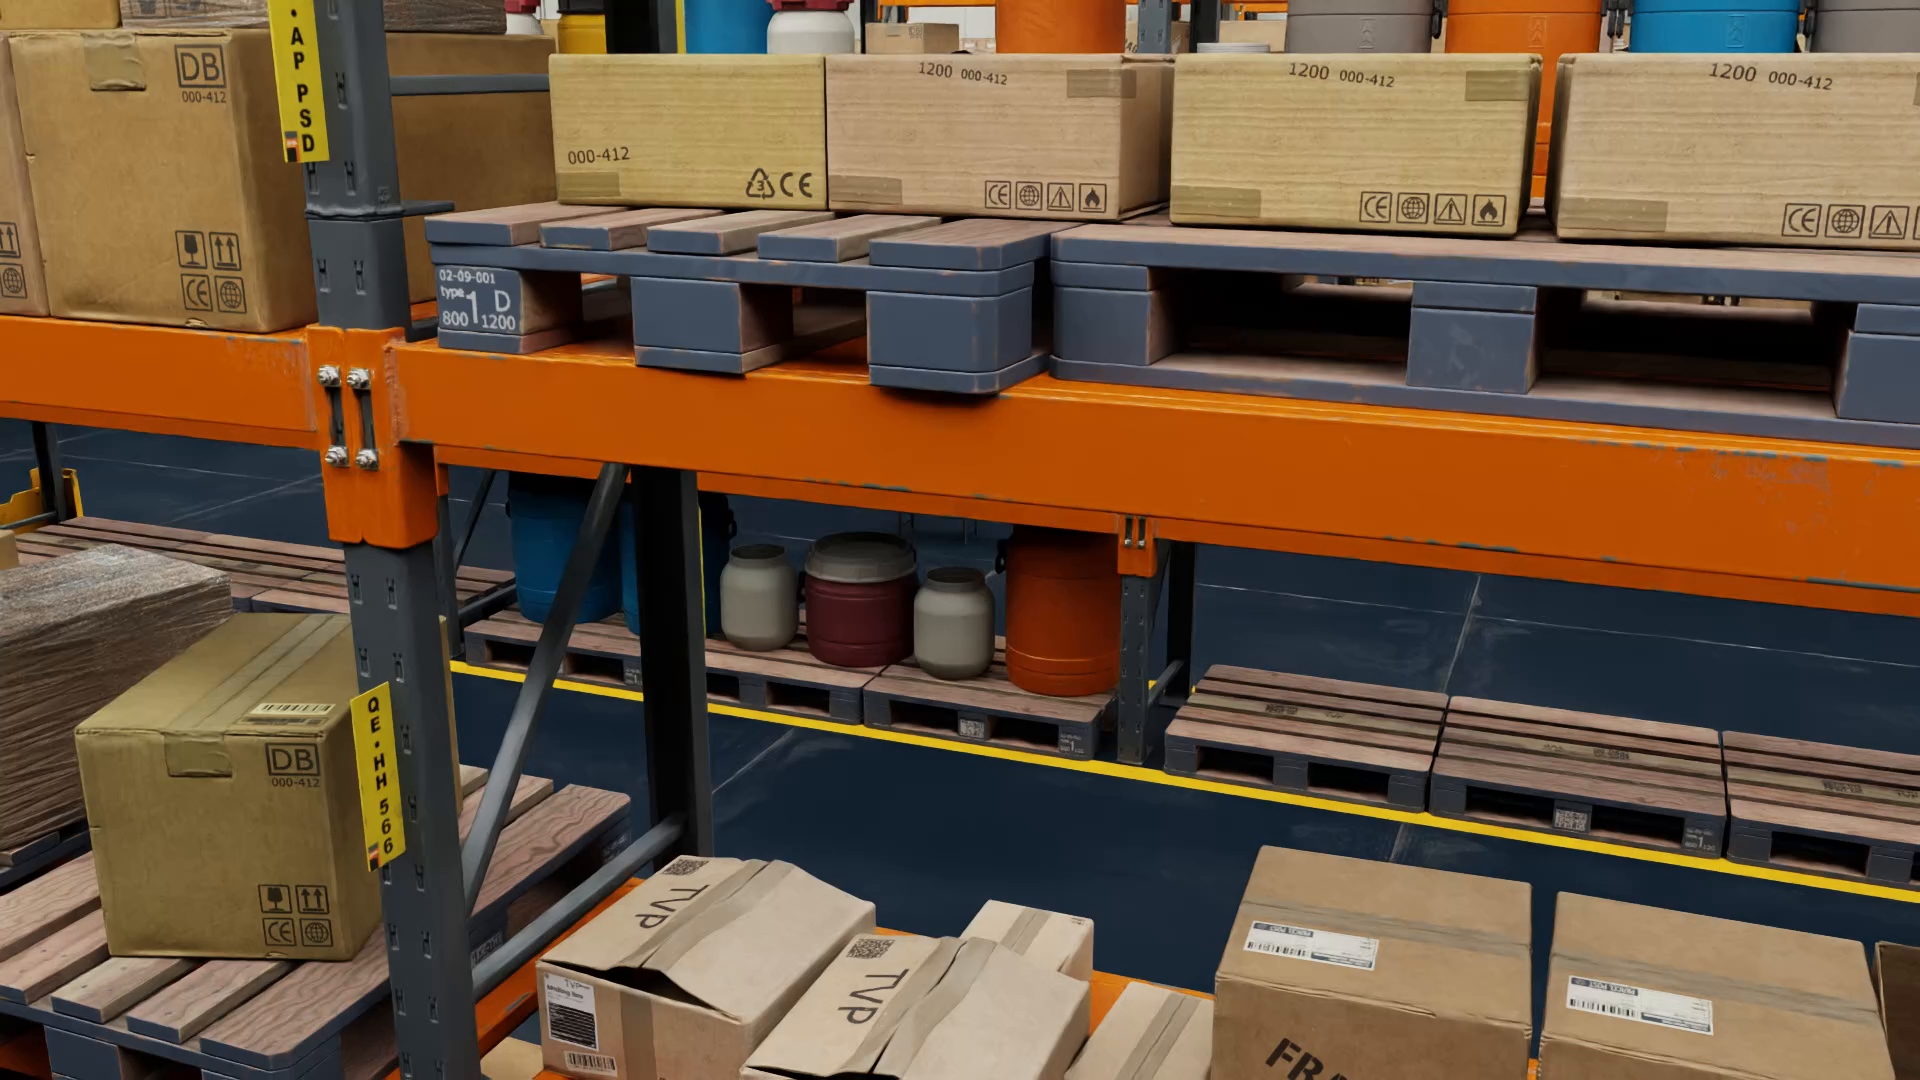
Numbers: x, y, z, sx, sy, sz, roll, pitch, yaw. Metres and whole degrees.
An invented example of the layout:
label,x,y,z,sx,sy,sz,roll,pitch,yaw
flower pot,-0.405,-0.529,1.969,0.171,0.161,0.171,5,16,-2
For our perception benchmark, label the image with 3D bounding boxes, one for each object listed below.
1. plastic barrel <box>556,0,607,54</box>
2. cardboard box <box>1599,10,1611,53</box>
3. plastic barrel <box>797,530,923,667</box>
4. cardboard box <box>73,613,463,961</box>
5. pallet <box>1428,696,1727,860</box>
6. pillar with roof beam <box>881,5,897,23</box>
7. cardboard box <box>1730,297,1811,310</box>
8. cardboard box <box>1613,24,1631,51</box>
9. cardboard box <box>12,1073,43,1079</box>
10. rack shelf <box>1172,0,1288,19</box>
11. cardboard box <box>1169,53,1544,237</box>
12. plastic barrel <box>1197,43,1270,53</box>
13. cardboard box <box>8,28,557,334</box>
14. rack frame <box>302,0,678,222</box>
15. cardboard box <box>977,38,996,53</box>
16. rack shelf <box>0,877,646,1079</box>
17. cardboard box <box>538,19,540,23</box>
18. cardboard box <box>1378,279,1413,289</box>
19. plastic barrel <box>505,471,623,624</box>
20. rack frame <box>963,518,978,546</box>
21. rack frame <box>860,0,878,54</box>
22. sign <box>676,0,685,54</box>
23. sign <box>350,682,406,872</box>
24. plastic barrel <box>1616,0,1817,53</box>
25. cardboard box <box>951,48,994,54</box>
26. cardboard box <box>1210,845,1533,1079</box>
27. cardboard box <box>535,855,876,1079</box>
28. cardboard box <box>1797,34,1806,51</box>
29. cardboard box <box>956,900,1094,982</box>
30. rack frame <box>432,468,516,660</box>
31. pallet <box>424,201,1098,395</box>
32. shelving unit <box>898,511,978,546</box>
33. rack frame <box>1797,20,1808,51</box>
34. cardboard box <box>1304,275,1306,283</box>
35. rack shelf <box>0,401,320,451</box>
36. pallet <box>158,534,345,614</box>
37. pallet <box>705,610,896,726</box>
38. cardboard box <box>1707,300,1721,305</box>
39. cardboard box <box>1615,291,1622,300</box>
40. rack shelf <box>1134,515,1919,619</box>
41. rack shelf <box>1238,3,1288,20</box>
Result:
label,x,y,z,sx,sy,sz,roll,pitch,yaw
plastic barrel,-1.806,-2.593,8.753,0.600,0.588,0.600,0,16,0
cardboard box,4.093,-3.287,11.161,0.500,0.500,0.500,6,17,19
plastic barrel,-0.520,0.304,8.819,0.708,0.588,0.600,6,17,21
cardboard box,-1.457,0.508,3.611,0.500,0.500,0.700,1,16,2
pallet,2.829,1.062,7.636,1.213,0.211,1.003,6,17,21
pillar with roof beam,-2.936,-8.726,25.592,0.400,9.000,9.100,6,17,21
cardboard box,5.842,-1.974,11.265,1.000,1.000,1.000,6,17,21
cardboard box,6.443,-4.685,15.940,0.500,0.500,0.500,6,17,21
cardboard box,-2.267,1.694,4.152,0.500,0.500,0.500,6,17,19
rack shelf,4.584,-6.894,21.289,4.000,0.370,1.077,6,17,21
cardboard box,0.636,-0.635,2.617,0.500,0.250,0.500,6,17,20
plastic barrel,1.168,-1.875,7.170,0.421,0.512,0.421,0,16,0
cardboard box,-1.248,-0.732,3.254,0.500,0.500,0.910,6,17,21
rack frame,-0.829,-2.088,2.726,0.127,3.000,1.000,6,17,21
cardboard box,0.361,-5.247,17.644,0.250,0.149,0.380,7,18,22
rack shelf,-2.690,0.934,4.368,4.000,0.370,1.077,6,17,21
cardboard box,-3.651,-4.205,14.284,0.500,0.500,0.700,6,17,19
cardboard box,3.326,-1.981,12.184,0.500,0.500,0.500,4,17,14
plastic barrel,-2.230,-0.035,9.423,0.708,0.901,0.600,6,17,21
rack frame,0.073,-0.568,11.479,0.015,1.200,0.240,6,17,21
rack frame,-0.912,-5.066,12.984,0.127,3.000,1.000,6,17,21
sign,-0.618,-1.077,3.554,0.005,0.325,0.100,6,17,21
sign,-1.020,0.416,2.924,0.005,0.325,0.100,6,17,21
plastic barrel,2.943,-1.893,6.535,0.708,0.901,0.600,6,17,21
cardboard box,0.075,-3.649,12.890,0.500,0.311,0.500,6,17,19
cardboard box,0.737,0.912,2.972,0.500,0.500,0.500,5,17,18
cardboard box,-0.507,0.884,3.408,0.500,0.311,0.500,7,18,24
cardboard box,9.580,-5.774,19.420,0.500,0.250,0.500,7,17,22
cardboard box,0.109,0.934,3.528,0.250,0.149,0.380,6,17,21
rack frame,-2.730,-0.901,9.396,0.127,3.000,1.000,6,17,21
pallet,-0.165,-0.511,3.012,1.003,0.211,1.213,7,18,23
shelving unit,-0.154,-0.593,11.565,0.503,1.200,0.258,6,17,21
rack frame,11.984,-8.106,23.454,0.127,3.000,1.000,6,17,21
cardboard box,2.259,-1.810,12.350,0.500,0.500,0.500,7,18,22
rack shelf,-4.590,-0.760,10.201,4.000,0.370,1.077,6,17,21
pallet,-4.567,0.249,10.438,1.213,0.211,1.003,6,17,21
pallet,-0.888,0.653,9.047,1.213,0.211,1.003,6,17,21
cardboard box,6.937,-1.904,16.134,0.750,0.750,1.050,6,17,21
cardboard box,8.360,-3.073,20.839,0.625,0.372,0.950,7,18,22
rack shelf,2.852,0.059,7.382,4.000,0.370,1.077,6,17,21
rack shelf,6.402,-8.182,25.725,4.000,0.370,1.077,6,17,21
